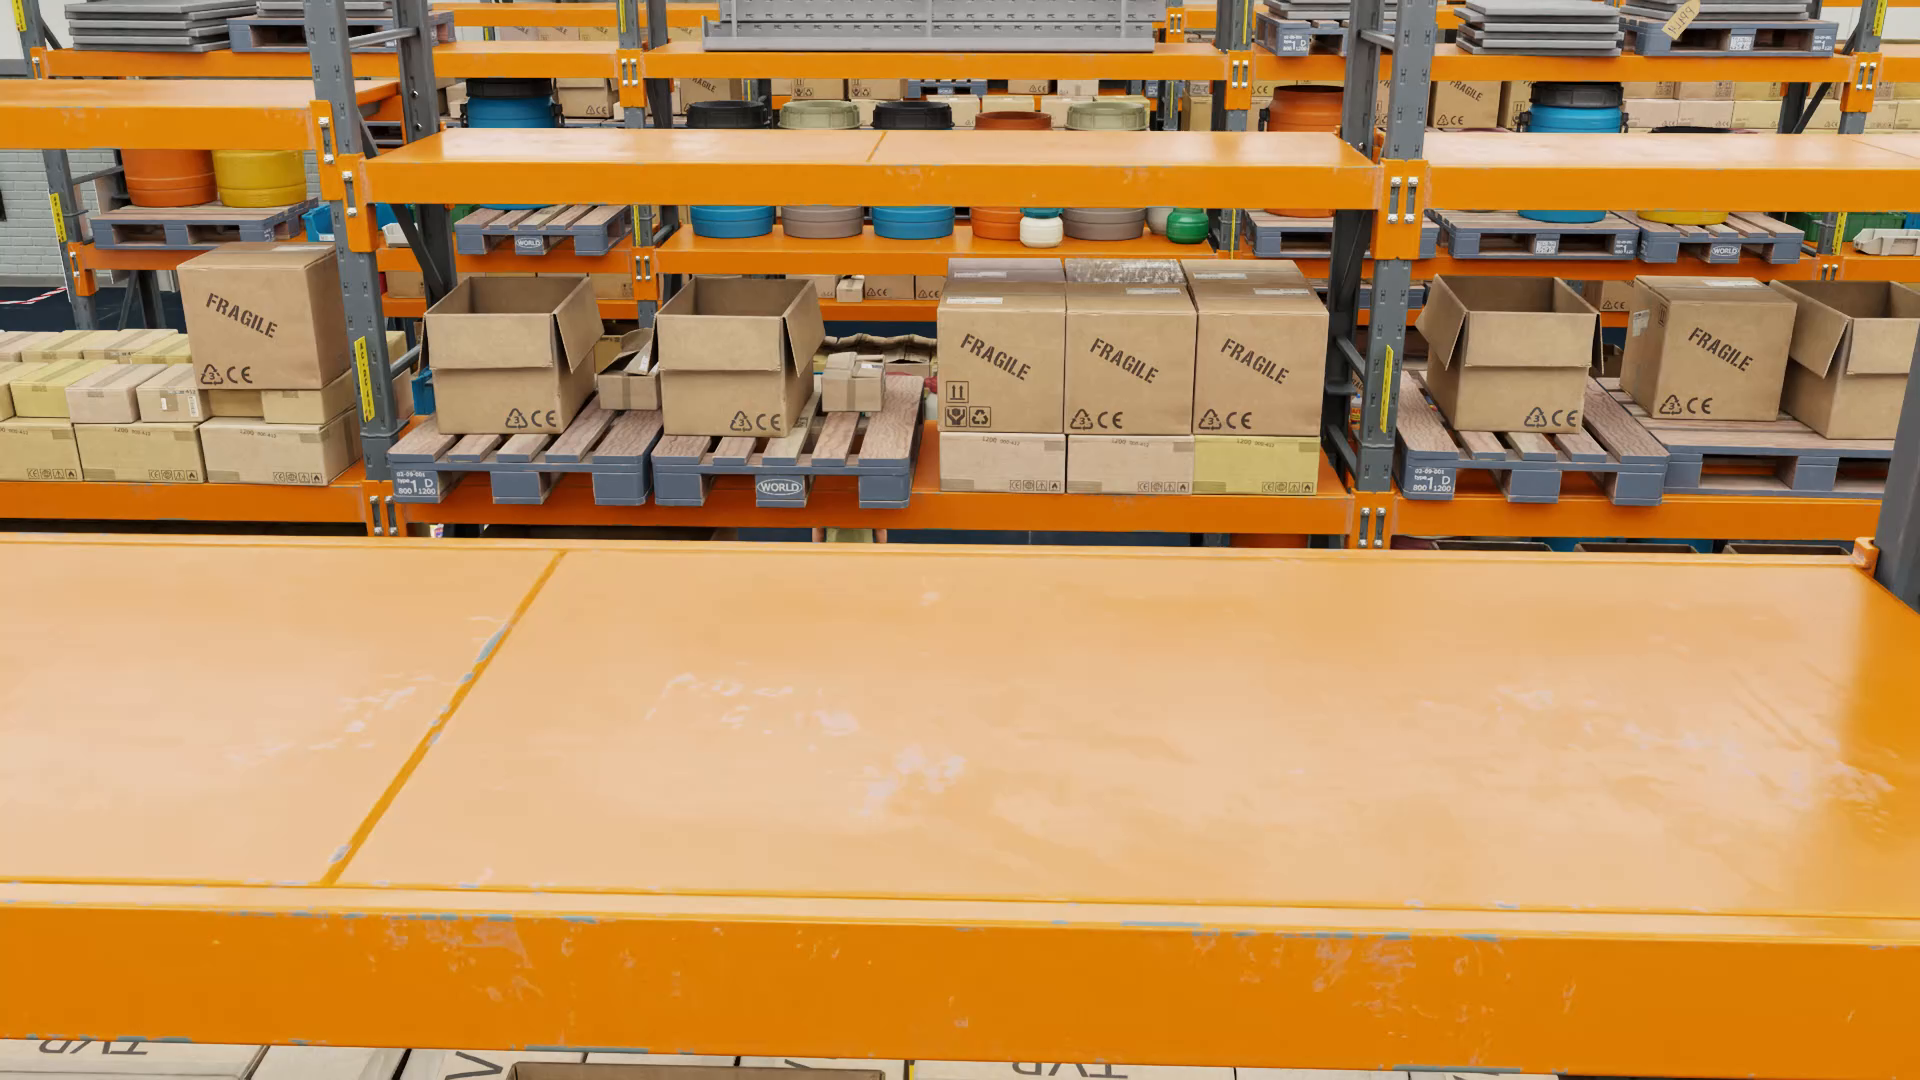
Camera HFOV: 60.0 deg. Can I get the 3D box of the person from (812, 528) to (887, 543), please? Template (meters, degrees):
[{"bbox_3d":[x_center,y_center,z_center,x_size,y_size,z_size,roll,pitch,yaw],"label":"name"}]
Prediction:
[{"bbox_3d":[-0.749,0.181,11.219,0.521,1.672,0.362,-1,21,-2],"label":"person"}]
